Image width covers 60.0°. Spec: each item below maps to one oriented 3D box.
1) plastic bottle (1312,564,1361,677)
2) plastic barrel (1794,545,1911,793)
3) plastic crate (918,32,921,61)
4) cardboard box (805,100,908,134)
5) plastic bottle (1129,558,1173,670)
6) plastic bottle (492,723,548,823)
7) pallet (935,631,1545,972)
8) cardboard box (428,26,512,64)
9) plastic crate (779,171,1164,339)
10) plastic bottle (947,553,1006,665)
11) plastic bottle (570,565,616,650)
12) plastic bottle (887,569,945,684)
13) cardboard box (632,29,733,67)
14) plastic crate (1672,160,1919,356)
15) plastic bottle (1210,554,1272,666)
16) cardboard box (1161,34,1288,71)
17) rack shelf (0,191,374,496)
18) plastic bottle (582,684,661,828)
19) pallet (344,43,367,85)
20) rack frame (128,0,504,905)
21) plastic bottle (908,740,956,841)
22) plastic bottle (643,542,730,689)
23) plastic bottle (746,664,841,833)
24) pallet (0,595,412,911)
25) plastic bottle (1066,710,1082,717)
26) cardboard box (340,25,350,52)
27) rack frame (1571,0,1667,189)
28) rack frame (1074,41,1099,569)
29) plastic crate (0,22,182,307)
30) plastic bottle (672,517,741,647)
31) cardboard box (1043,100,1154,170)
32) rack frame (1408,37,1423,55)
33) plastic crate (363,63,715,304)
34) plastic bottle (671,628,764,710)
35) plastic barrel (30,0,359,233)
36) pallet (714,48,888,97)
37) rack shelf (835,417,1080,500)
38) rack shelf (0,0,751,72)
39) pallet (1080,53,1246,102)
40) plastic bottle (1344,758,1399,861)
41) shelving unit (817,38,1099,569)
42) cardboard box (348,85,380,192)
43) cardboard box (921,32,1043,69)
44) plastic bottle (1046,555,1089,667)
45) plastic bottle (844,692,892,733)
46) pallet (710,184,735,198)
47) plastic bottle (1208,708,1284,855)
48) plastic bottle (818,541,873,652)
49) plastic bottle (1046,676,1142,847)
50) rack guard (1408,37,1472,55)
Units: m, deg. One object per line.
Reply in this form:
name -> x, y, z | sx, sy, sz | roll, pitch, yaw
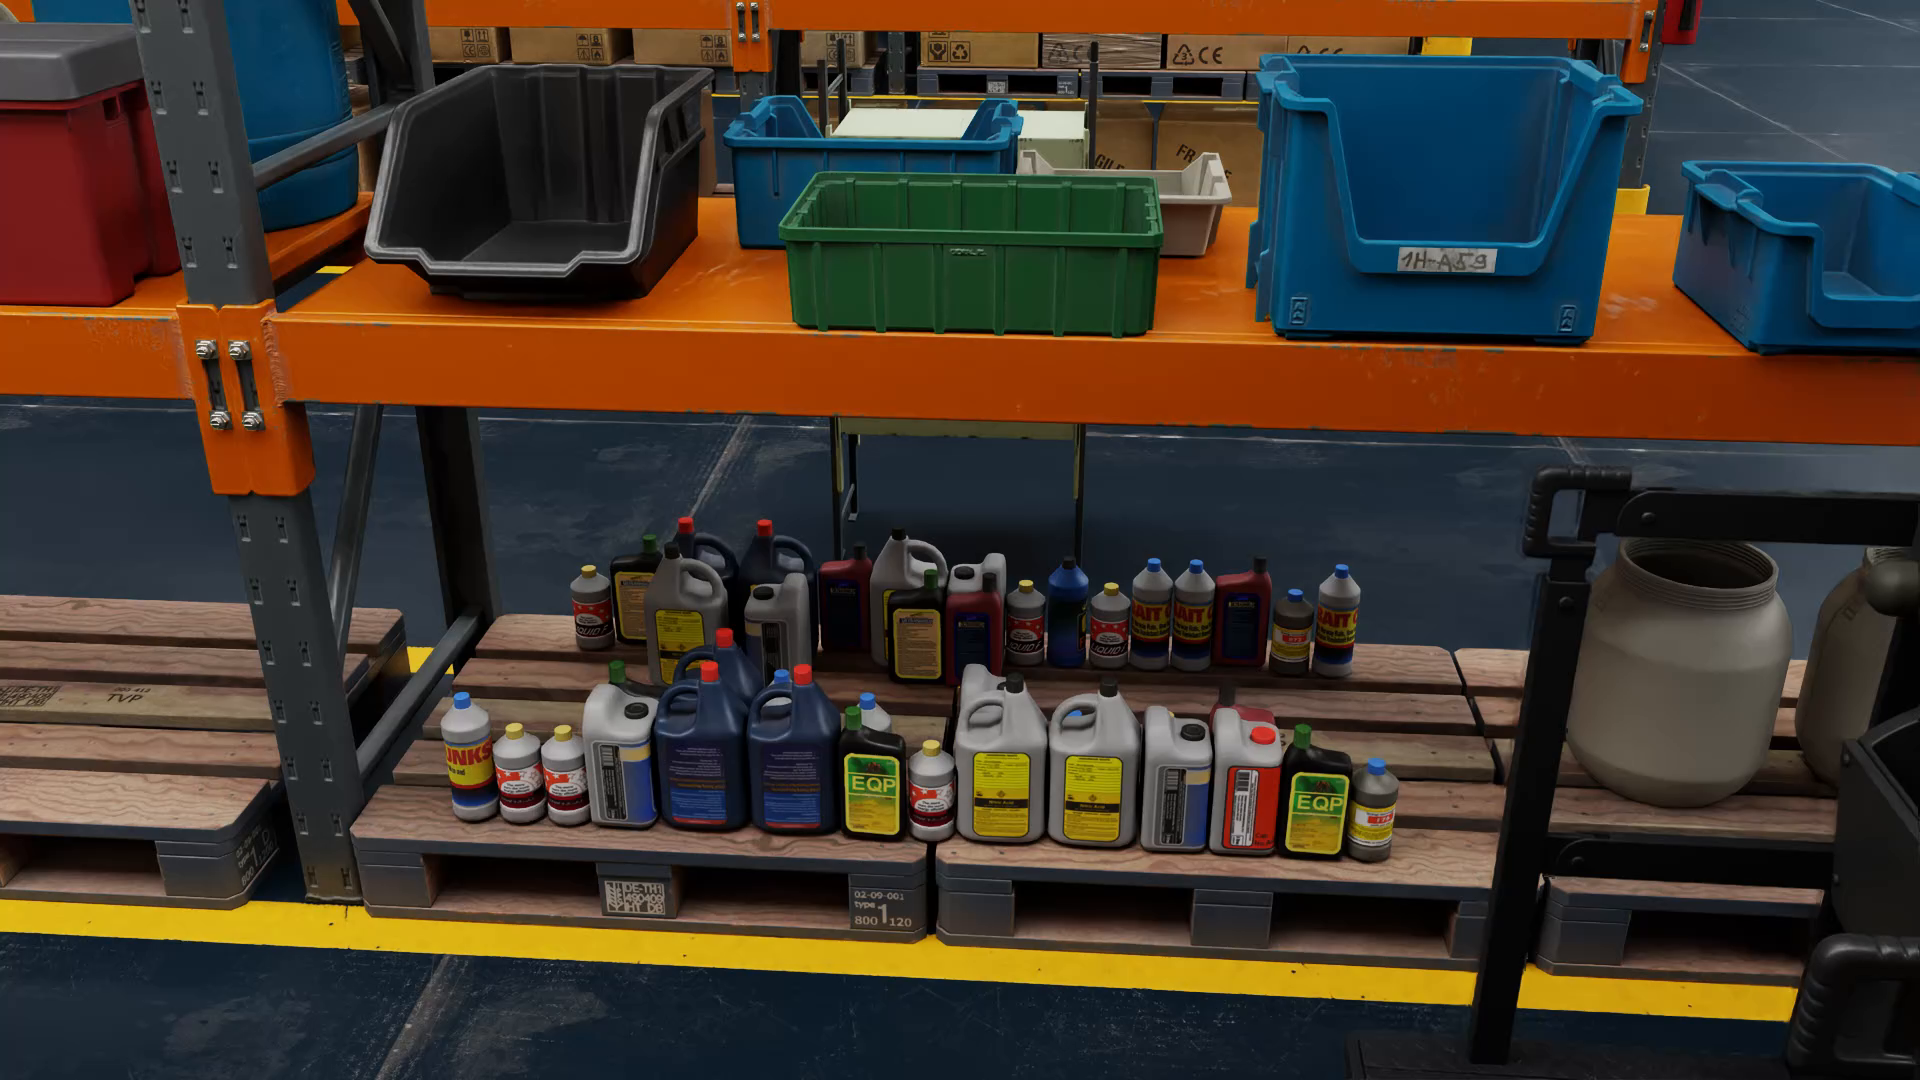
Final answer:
plastic bottle -> 0.905, 0.187, 3.992 | 0.097, 0.271, 0.097 | 0, 25, 0
plastic barrel -> 2.027, 0.286, 3.514 | 0.421, 0.512, 0.421 | 0, 25, 0
plastic crate -> -0.166, -4.210, 14.106 | 0.662, 0.188, 0.450 | 16, 39, 31
cardboard box -> -0.525, -1.882, 8.241 | 0.500, 0.500, 0.500 | 1, 25, 2
plastic bottle -> 0.463, 0.173, 4.023 | 0.097, 0.271, 0.097 | 0, 25, 0
plastic bottle -> -0.914, 0.475, 3.450 | 0.097, 0.201, 0.097 | 0, 25, 0
pallet -> 0.587, 0.551, 3.800 | 1.213, 0.211, 1.003 | 2, 25, 4
cardboard box -> -3.828, -4.160, 12.892 | 0.750, 0.750, 1.050 | 2, 25, 3
plastic crate -> 0.032, -0.535, 3.078 | 0.662, 0.188, 0.450 | 2, 25, 4
plastic bottle -> 0.040, 0.169, 4.027 | 0.135, 0.276, 0.152 | 2, 25, 5
plastic bottle -> -0.914, 0.161, 4.134 | 0.097, 0.201, 0.097 | 0, 25, 0
plastic bottle -> -0.104, 0.202, 3.945 | 0.133, 0.283, 0.061 | 2, 25, 4
cardboard box -> -2.027, -4.104, 12.770 | 0.750, 0.750, 1.050 | 2, 25, 4
plastic crate -> 1.520, -0.511, 2.951 | 0.408, 0.251, 0.499 | 2, 25, 4
plastic bottle -> 0.681, 0.167, 4.022 | 0.133, 0.283, 0.061 | 2, 25, 5
cardboard box -> 1.990, -4.040, 12.480 | 0.875, 0.875, 0.875 | 1, 25, 3
rack shelf -> -3.294, -0.530, 3.673 | 4.000, 0.370, 1.077 | 2, 25, 4
plastic bottle -> -0.691, 0.437, 3.444 | 0.135, 0.276, 0.152 | 3, 25, 6
pallet -> -5.207, -3.808, 13.272 | 1.213, 0.211, 1.003 | 2, 25, 4
rack frame -> -1.300, -0.792, 3.384 | 0.127, 3.000, 1.000 | 2, 25, 4
plastic bottle -> -0.058, 0.503, 3.391 | 0.097, 0.201, 0.097 | 0, 25, 0
plastic bottle -> -0.646, 0.172, 3.931 | 0.185, 0.351, 0.144 | 2, 25, 4
plastic bottle -> -0.338, 0.416, 3.400 | 0.185, 0.351, 0.144 | 1, 25, 2
pallet -> -2.085, 0.465, 3.986 | 1.213, 0.211, 1.003 | 2, 25, 4
plastic bottle -> 0.237, 0.452, 3.501 | 0.097, 0.201, 0.097 | 0, 25, 0
cardboard box -> -5.104, -4.016, 12.877 | 0.500, 0.500, 0.500 | 2, 25, 4
rack frame -> 3.068, -2.729, 7.592 | 0.127, 3.000, 1.000 | 2, 25, 4
rack frame -> 0.372, -0.669, 4.911 | 0.023, 1.500, 0.400 | 2, 25, 4
plastic crate -> -1.806, -0.709, 3.127 | 0.583, 0.464, 0.402 | 2, 25, 4
plastic bottle -> -0.635, 0.112, 4.062 | 0.185, 0.351, 0.144 | 1, 25, 3
cardboard box -> 0.672, -1.880, 8.236 | 0.500, 0.500, 0.500 | 0, 25, -1
rack frame -> 3.548, -4.793, 12.077 | 0.127, 3.000, 1.000 | 2, 25, 4
plastic crate -> -0.787, -0.694, 3.245 | 0.504, 0.338, 0.767 | 2, 25, 4
plastic bottle -> -0.515, 0.350, 3.544 | 0.185, 0.351, 0.144 | 2, 25, 4
plastic barrel -> -1.662, -1.159, 3.580 | 0.708, 0.901, 0.600 | 2, 25, 4
pallet -> -1.215, -3.647, 12.924 | 1.213, 0.211, 1.003 | 2, 25, 4
rack shelf -> 0.007, -0.385, 5.072 | 0.720, 0.370, 0.431 | 2, 25, 4
rack shelf -> -2.914, -2.594, 8.159 | 4.000, 0.370, 1.077 | 2, 25, 4
pallet -> 1.532, -3.559, 12.732 | 1.213, 0.211, 1.003 | 2, 25, 4
plastic bottle -> 0.824, 0.531, 3.329 | 0.097, 0.201, 0.097 | 0, 25, 0
shelving unit -> 0.007, -0.681, 4.936 | 0.755, 1.500, 0.431 | 2, 25, 4
cardboard box -> -3.119, -2.008, 8.490 | 0.500, 0.500, 0.700 | 4, 25, 8
cardboard box -> 0.182, -4.097, 12.605 | 0.875, 0.875, 0.875 | 2, 25, 5
plastic bottle -> 0.261, 0.167, 4.037 | 0.097, 0.271, 0.097 | 0, 25, 0
plastic bottle -> -0.189, 0.441, 3.441 | 0.097, 0.271, 0.097 | 0, 25, 0
pallet -> -1.697, -1.614, 8.506 | 1.213, 0.211, 1.003 | 2, 25, 4
plastic bottle -> 0.575, 0.478, 3.356 | 0.135, 0.276, 0.152 | 2, 25, 4
plastic bottle -> -0.278, 0.136, 4.089 | 0.133, 0.283, 0.061 | 3, 25, 8
plastic bottle -> 0.271, 0.436, 3.358 | 0.185, 0.351, 0.144 | 3, 25, 6
rack guard -> 3.572, -3.656, 12.598 | 0.348, 0.500, 1.175 | 2, 25, 4
